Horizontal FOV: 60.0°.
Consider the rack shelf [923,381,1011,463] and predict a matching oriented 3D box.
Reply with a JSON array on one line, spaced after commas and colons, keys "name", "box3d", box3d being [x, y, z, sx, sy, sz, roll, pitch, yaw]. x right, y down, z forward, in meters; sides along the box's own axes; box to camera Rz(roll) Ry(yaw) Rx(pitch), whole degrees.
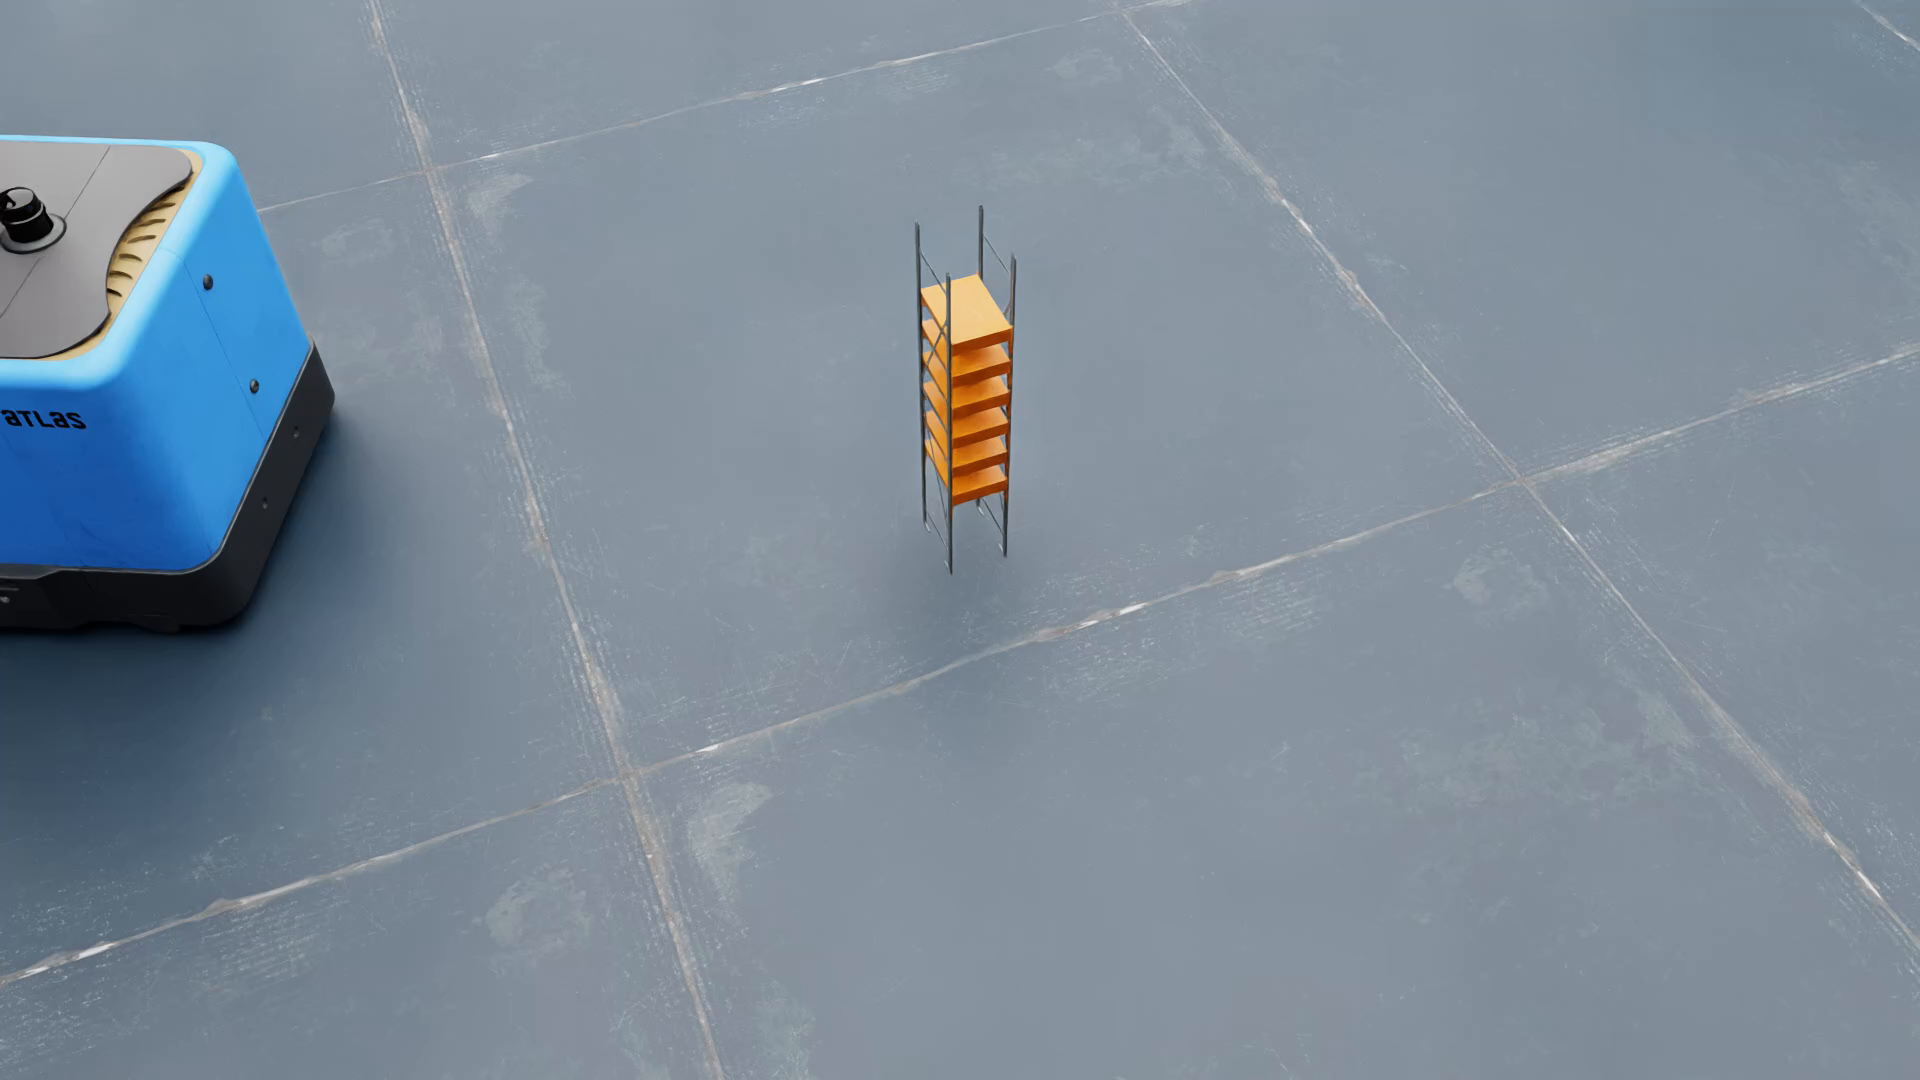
[{"name": "rack shelf", "box3d": [0.013, -0.366, 4.832, 0.180, 0.103, 0.258, -17, 52, -14]}]

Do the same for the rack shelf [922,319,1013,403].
[{"name": "rack shelf", "box3d": [0.013, -0.522, 4.650, 0.180, 0.103, 0.258, -17, 52, -14]}]

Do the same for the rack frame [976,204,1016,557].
[{"name": "rack frame", "box3d": [0.098, -0.421, 4.821, 0.006, 1.200, 0.240, -17, 52, -14]}]

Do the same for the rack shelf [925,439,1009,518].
[{"name": "rack shelf", "box3d": [0.013, -0.210, 5.014, 0.180, 0.103, 0.258, -17, 52, -14]}]

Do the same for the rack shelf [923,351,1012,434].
[{"name": "rack shelf", "box3d": [0.013, -0.444, 4.741, 0.180, 0.103, 0.258, -17, 52, -14]}]

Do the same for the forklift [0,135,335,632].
[{"name": "forklift", "box3d": [-3.625, -1.112, 4.273, 3.031, 2.935, 1.130, 2, 49, 2]}]

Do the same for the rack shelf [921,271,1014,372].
[{"name": "rack shelf", "box3d": [0.013, -0.601, 4.559, 0.180, 0.103, 0.258, -17, 52, -14]}]

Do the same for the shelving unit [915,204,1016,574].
[{"name": "shelving unit", "box3d": [0.013, -0.395, 4.798, 0.189, 1.200, 0.258, -17, 52, -14]}]

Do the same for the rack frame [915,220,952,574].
[{"name": "rack frame", "box3d": [-0.071, -0.369, 4.776, 0.006, 1.200, 0.240, -17, 52, -14]}]

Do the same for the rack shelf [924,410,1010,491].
[{"name": "rack shelf", "box3d": [0.013, -0.288, 4.923, 0.180, 0.103, 0.258, -17, 52, -14]}]
